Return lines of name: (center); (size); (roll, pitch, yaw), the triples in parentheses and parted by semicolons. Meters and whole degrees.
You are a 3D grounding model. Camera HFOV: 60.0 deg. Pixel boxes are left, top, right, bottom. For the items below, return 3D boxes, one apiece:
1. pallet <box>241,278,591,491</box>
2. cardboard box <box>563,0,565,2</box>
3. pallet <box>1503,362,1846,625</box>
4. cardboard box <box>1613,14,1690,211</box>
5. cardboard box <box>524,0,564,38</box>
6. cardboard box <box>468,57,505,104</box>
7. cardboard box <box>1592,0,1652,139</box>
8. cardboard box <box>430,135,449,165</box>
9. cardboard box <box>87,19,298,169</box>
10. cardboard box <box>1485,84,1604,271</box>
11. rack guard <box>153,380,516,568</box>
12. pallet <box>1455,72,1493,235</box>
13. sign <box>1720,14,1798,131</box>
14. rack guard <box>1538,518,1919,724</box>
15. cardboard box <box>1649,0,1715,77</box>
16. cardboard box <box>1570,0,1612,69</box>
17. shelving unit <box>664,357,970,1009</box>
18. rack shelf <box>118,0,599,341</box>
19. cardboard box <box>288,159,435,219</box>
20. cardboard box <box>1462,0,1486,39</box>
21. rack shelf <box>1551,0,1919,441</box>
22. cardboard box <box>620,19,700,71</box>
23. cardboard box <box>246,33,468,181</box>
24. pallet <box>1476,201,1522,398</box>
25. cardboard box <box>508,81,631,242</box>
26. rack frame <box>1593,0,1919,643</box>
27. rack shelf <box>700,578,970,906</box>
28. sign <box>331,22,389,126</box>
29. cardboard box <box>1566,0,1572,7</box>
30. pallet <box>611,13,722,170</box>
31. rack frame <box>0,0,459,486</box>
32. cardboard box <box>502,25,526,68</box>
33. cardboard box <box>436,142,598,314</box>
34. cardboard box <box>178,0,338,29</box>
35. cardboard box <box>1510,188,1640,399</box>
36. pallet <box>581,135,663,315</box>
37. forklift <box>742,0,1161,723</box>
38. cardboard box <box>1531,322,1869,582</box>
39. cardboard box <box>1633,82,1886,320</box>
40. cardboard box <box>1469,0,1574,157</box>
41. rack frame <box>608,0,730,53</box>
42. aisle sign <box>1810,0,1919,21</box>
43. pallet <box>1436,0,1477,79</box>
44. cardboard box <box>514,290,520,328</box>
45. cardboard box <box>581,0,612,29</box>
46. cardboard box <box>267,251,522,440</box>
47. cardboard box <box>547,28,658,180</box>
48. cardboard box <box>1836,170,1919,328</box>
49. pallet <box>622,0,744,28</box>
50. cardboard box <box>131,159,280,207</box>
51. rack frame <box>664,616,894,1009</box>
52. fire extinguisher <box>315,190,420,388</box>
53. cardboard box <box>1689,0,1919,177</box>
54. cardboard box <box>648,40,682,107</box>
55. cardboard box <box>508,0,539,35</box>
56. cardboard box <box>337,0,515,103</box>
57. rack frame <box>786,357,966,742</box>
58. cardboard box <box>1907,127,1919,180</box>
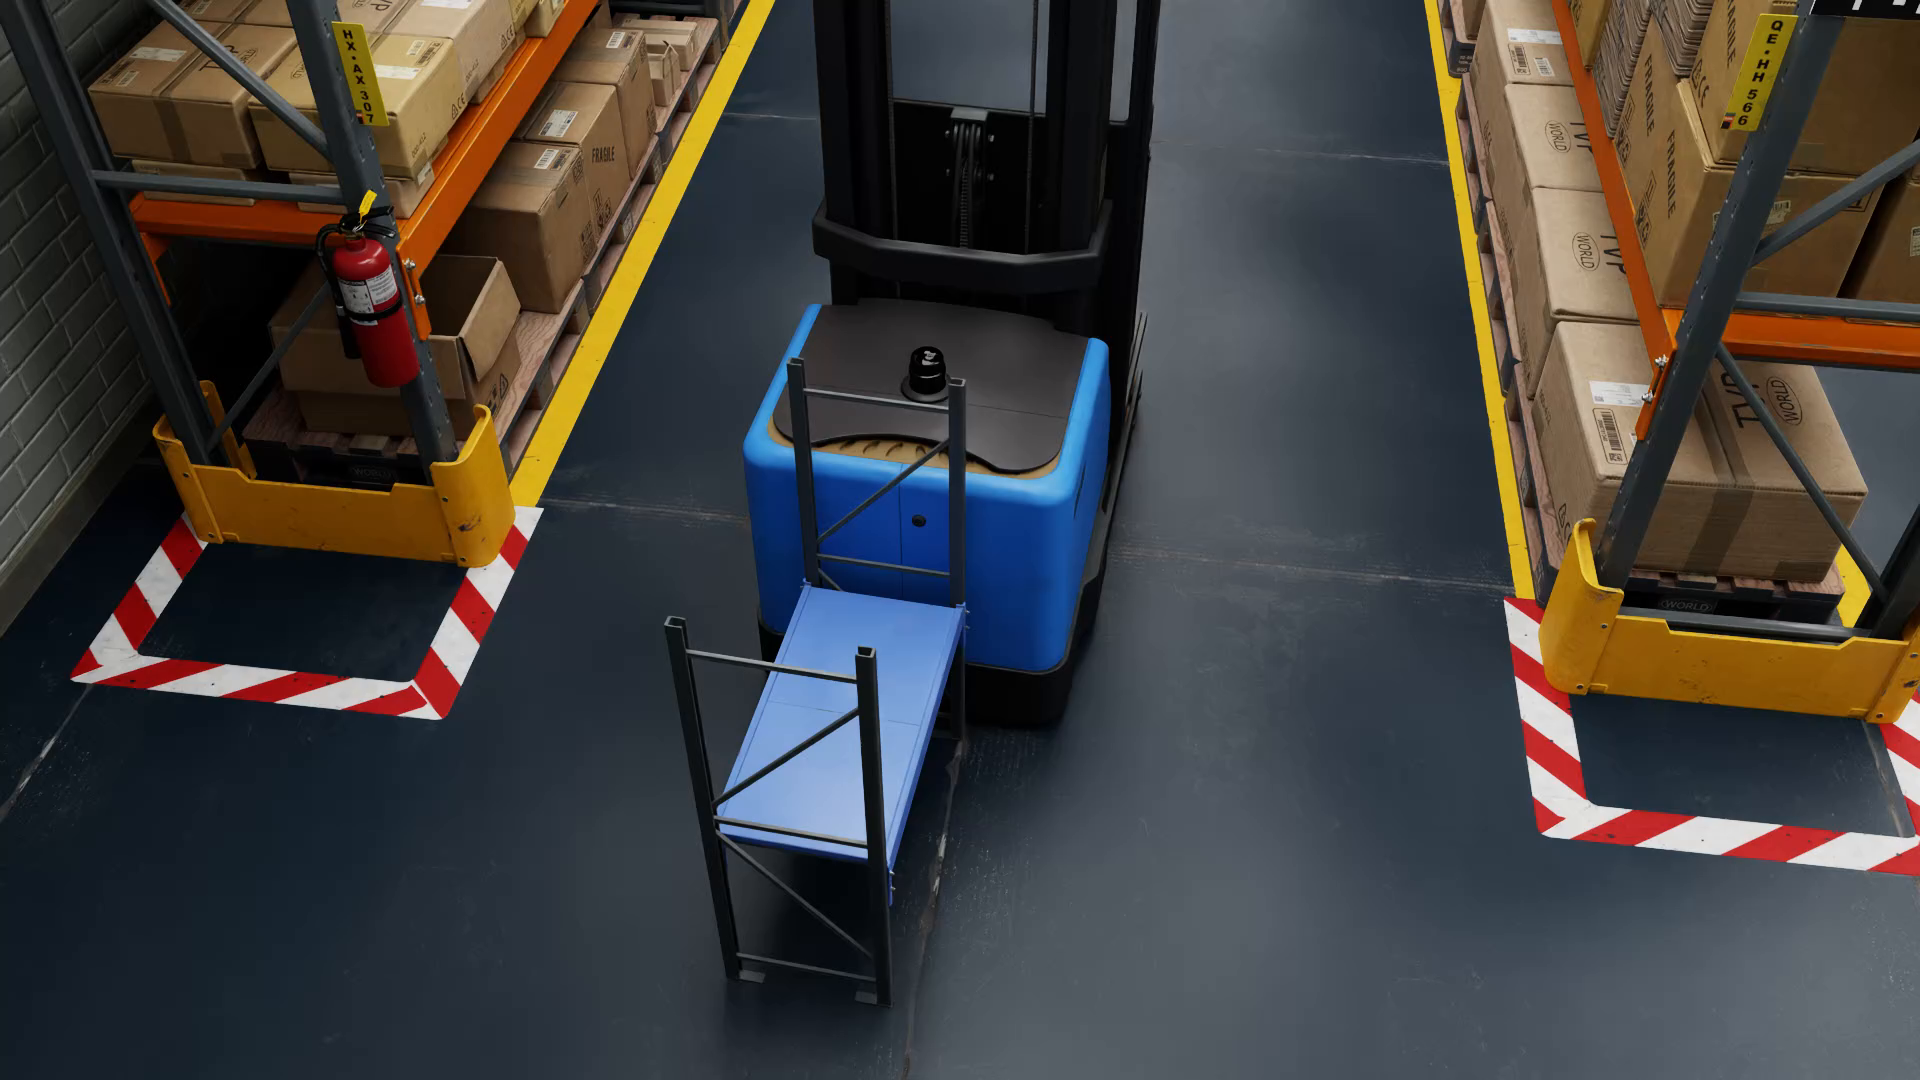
pallet: (-2.184, -0.682, 6.817); (1.003, 0.211, 1.213); (5, 44, 6)
cardboard box: (-1.749, -2.262, 6.640); (0.380, 0.149, 0.250); (6, 44, 6)
pallet: (2.650, -0.190, 6.297); (1.003, 0.211, 1.213); (5, 44, 6)
cardboard box: (2.504, -1.380, 5.453); (0.500, 0.500, 0.500); (4, 44, 5)
cardboard box: (-1.764, -2.080, 6.448); (0.380, 0.149, 0.250); (4, 44, 4)
cardboard box: (-1.901, -1.733, 6.082); (0.380, 0.149, 0.250); (7, 44, 7)
cardboard box: (2.563, -1.732, 5.824); (0.500, 0.500, 0.500); (6, 44, 7)
cardboard box: (-1.996, -1.384, 5.713); (0.380, 0.149, 0.250); (6, 44, 7)
cardboard box: (-2.501, -1.490, 5.535); (0.500, 0.250, 0.500); (6, 44, 7)
cardboard box: (2.843, -1.570, 7.285); (0.875, 0.438, 0.875); (4, 44, 4)
rack guard: (-2.289, -0.243, 6.143); (1.175, 0.500, 0.348); (5, 44, 6)
pallet: (2.973, -1.853, 8.053); (1.003, 0.211, 1.213); (5, 44, 6)
sign: (2.086, -1.216, 4.338); (0.100, 0.325, 0.005); (5, 44, 6)
rack guard: (2.619, 0.274, 5.597); (1.175, 0.500, 0.348); (5, 44, 6)
cardboard box: (2.490, -1.759, 5.126); (0.500, 0.500, 0.500); (5, 44, 6)
cardboard box: (2.618, -2.085, 6.197); (0.500, 0.500, 0.500); (6, 44, 7)
shelving unit: (-0.336, 0.425, 4.710); (0.538, 1.500, 1.048); (8, 44, 9)
rack shelf: (-2.034, -2.201, 6.916); (1.077, 0.370, 4.000); (5, 44, 6)
cardboard box: (-1.983, -1.207, 5.526); (0.380, 0.149, 0.250); (5, 44, 5)
cardboard box: (3.153, -3.187, 8.674); (0.875, 0.875, 0.875); (6, 44, 7)
rack shelf: (2.886, -1.752, 6.442); (1.077, 0.370, 4.000); (5, 44, 6)
cardboard box: (-1.553, -2.536, 8.515); (0.380, 0.149, 0.250); (4, 44, 4)
cardboard box: (-1.972, -1.437, 5.479); (0.500, 0.250, 0.500); (5, 44, 6)
pallet: (2.814, -1.019, 7.173); (1.003, 0.211, 1.213); (5, 44, 6)
cardboard box: (-1.803, -1.682, 7.358); (0.500, 0.500, 0.500); (6, 44, 6)
rack frame: (2.622, -0.650, 4.755); (1.000, 3.000, 0.127); (5, 44, 6)
rack shelf: (-0.336, 0.556, 4.834); (0.538, 0.185, 1.000); (8, 44, 9)
sign: (-1.761, -1.364, 4.879); (0.100, 0.325, 0.005); (5, 44, 6)
cardboard box: (2.686, -2.436, 6.568); (0.500, 0.500, 0.500); (5, 44, 6)
pallet: (-1.862, -2.344, 8.573); (1.003, 0.211, 1.213); (5, 44, 6)
rack frame: (-2.299, -1.099, 5.229); (1.000, 3.000, 0.127); (5, 44, 6)
cardboard box: (-1.872, -1.915, 6.273); (0.380, 0.149, 0.250); (6, 44, 6)
cardboard box: (-1.972, -1.331, 6.987); (0.700, 0.500, 0.500); (7, 44, 7)
cardboard box: (-2.432, -1.842, 5.906); (0.500, 0.250, 0.500); (5, 44, 6)
cardboard box: (2.723, -0.956, 6.636); (0.875, 0.438, 0.875); (6, 44, 7)
pallet: (-2.021, -1.511, 7.692); (1.003, 0.211, 1.213); (5, 44, 6)
forklift: (0.129, -1.486, 5.687); (1.130, 2.935, 3.031); (8, 44, 9)
cardboard box: (2.610, -0.331, 5.976); (0.875, 0.438, 0.875); (4, 44, 4)
cardboard box: (2.423, -1.039, 5.093); (0.500, 0.500, 0.500); (5, 44, 6)
cardboard box: (2.961, -2.180, 7.929); (0.875, 0.438, 0.875); (5, 44, 5)
rack frame: (-1.770, -3.825, 8.108); (1.000, 3.000, 0.127); (5, 44, 6)
aisle sign: (2.305, -1.573, 3.839); (0.394, 0.787, 0.004); (5, 44, 6)
pallet: (3.178, -2.897, 9.156); (1.003, 0.211, 1.213); (5, 44, 6)
cardboard box: (-2.029, -0.911, 6.798); (0.380, 0.149, 0.250); (4, 44, 4)
cardboard box: (-2.092, -2.572, 8.435); (0.500, 0.311, 0.500); (7, 44, 7)
cardboard box: (-2.124, -0.753, 6.374); (0.797, 0.503, 0.637); (4, 44, 4)
cardboard box: (-1.835, -2.039, 7.734); (0.700, 0.500, 0.500); (4, 44, 4)
cardboard box: (2.970, -0.988, 5.039); (0.500, 0.500, 0.500); (5, 44, 5)
pallet: (-1.700, -3.370, 9.656); (1.003, 0.211, 1.213); (5, 44, 6)
cardboard box: (-2.521, -1.258, 5.580); (0.380, 0.149, 0.250); (5, 44, 5)
rack frame: (-0.440, 0.767, 4.349); (0.500, 1.500, 0.032); (8, 44, 9)
fire extinguisher: (-1.860, -0.793, 5.234); (0.296, 0.674, 0.183); (5, 44, 6)
cardboard box: (2.450, -1.400, 4.747); (0.500, 0.500, 0.500); (7, 44, 7)
cardboard box: (-1.600, -2.335, 8.218); (0.396, 0.266, 0.258); (7, 44, 7)
cardboard box: (-1.842, -2.127, 6.207); (0.500, 0.250, 0.500); (4, 44, 5)
cardboard box: (-1.905, -1.781, 5.842); (0.500, 0.250, 0.500); (6, 44, 6)
rack frame: (-0.231, 0.083, 5.072); (0.500, 1.500, 0.032); (8, 44, 9)
cardboard box: (2.968, -1.351, 4.695); (0.500, 0.500, 0.500); (4, 44, 5)
